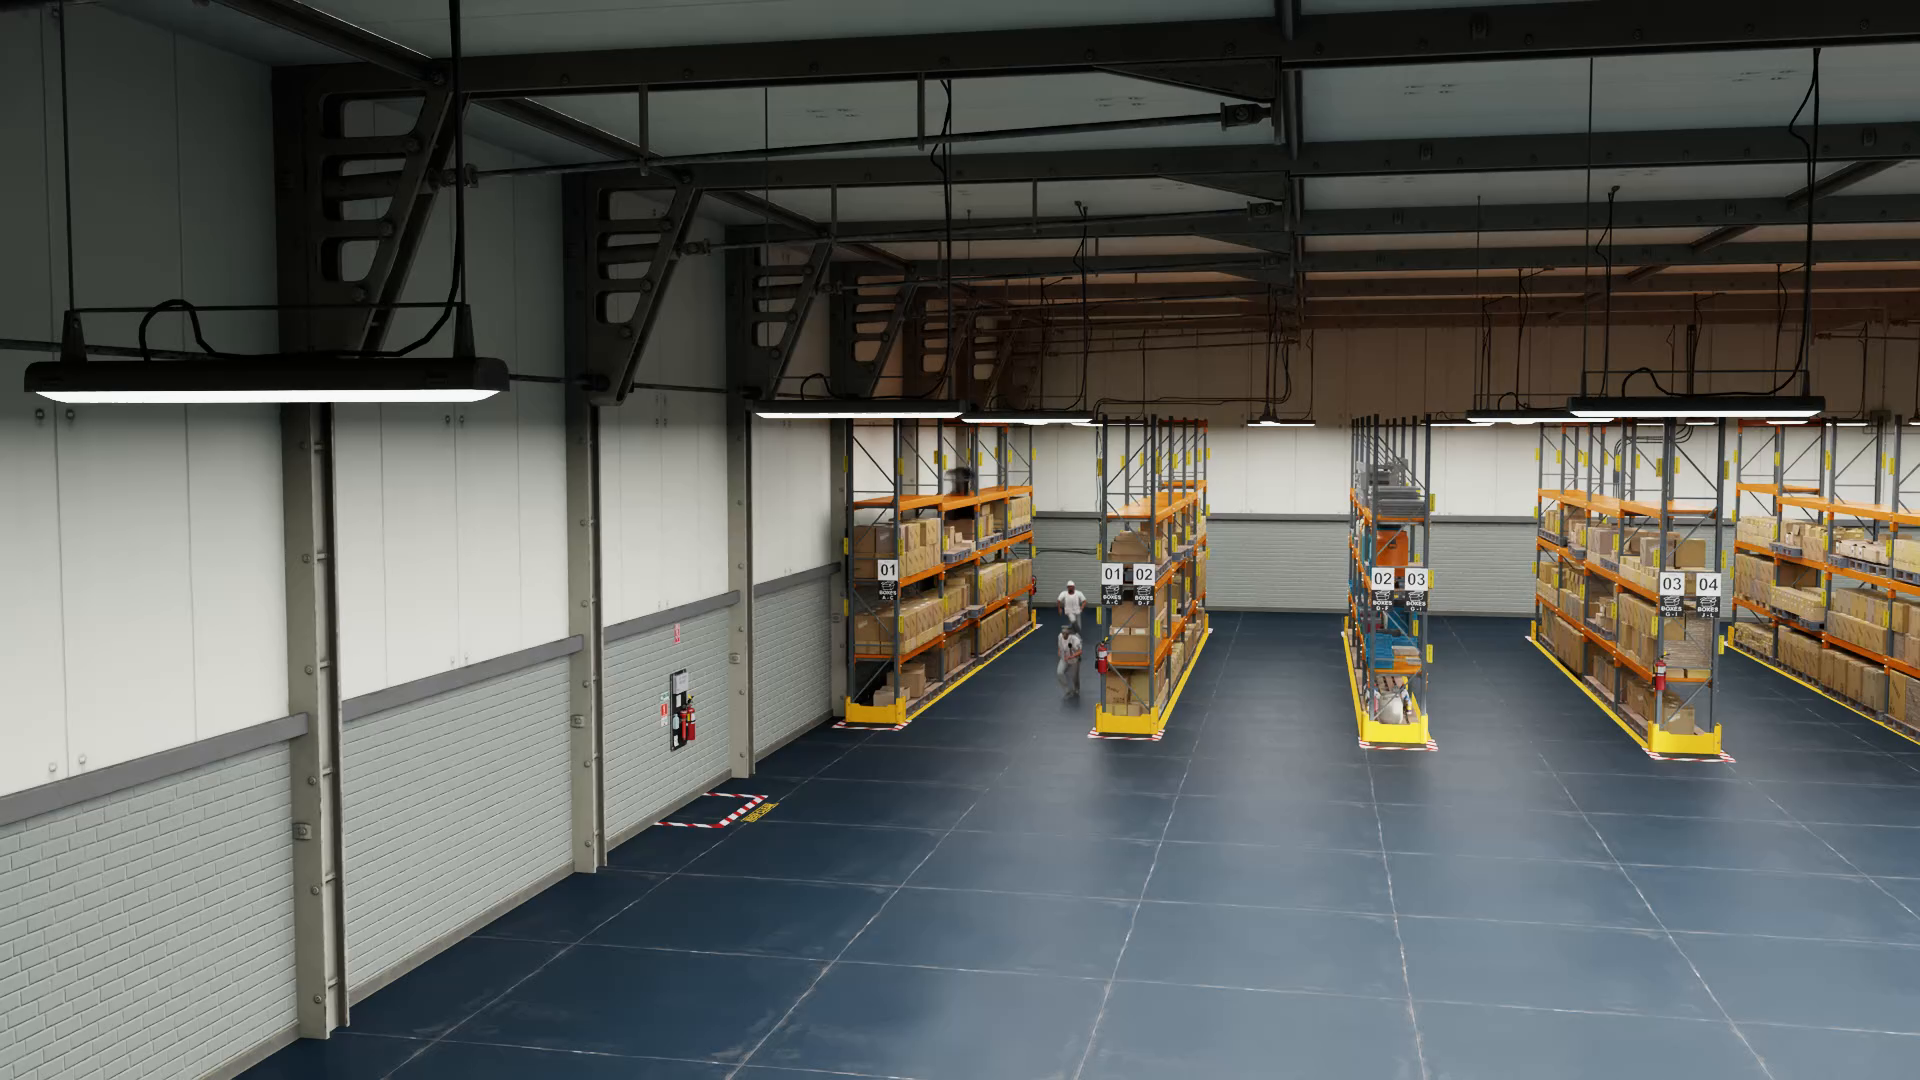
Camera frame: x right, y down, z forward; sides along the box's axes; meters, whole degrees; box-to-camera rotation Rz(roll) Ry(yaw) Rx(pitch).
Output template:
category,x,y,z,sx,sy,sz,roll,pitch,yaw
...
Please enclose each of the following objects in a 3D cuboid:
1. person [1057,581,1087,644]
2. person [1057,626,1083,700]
category,x,y,z,sx,sy,sz,roll,pitch,yaw
person,2.958,1.912,43.547,0.758,1.694,0.832,0,4,-6
person,2.368,2.566,35.361,0.682,1.587,1.092,2,4,26
